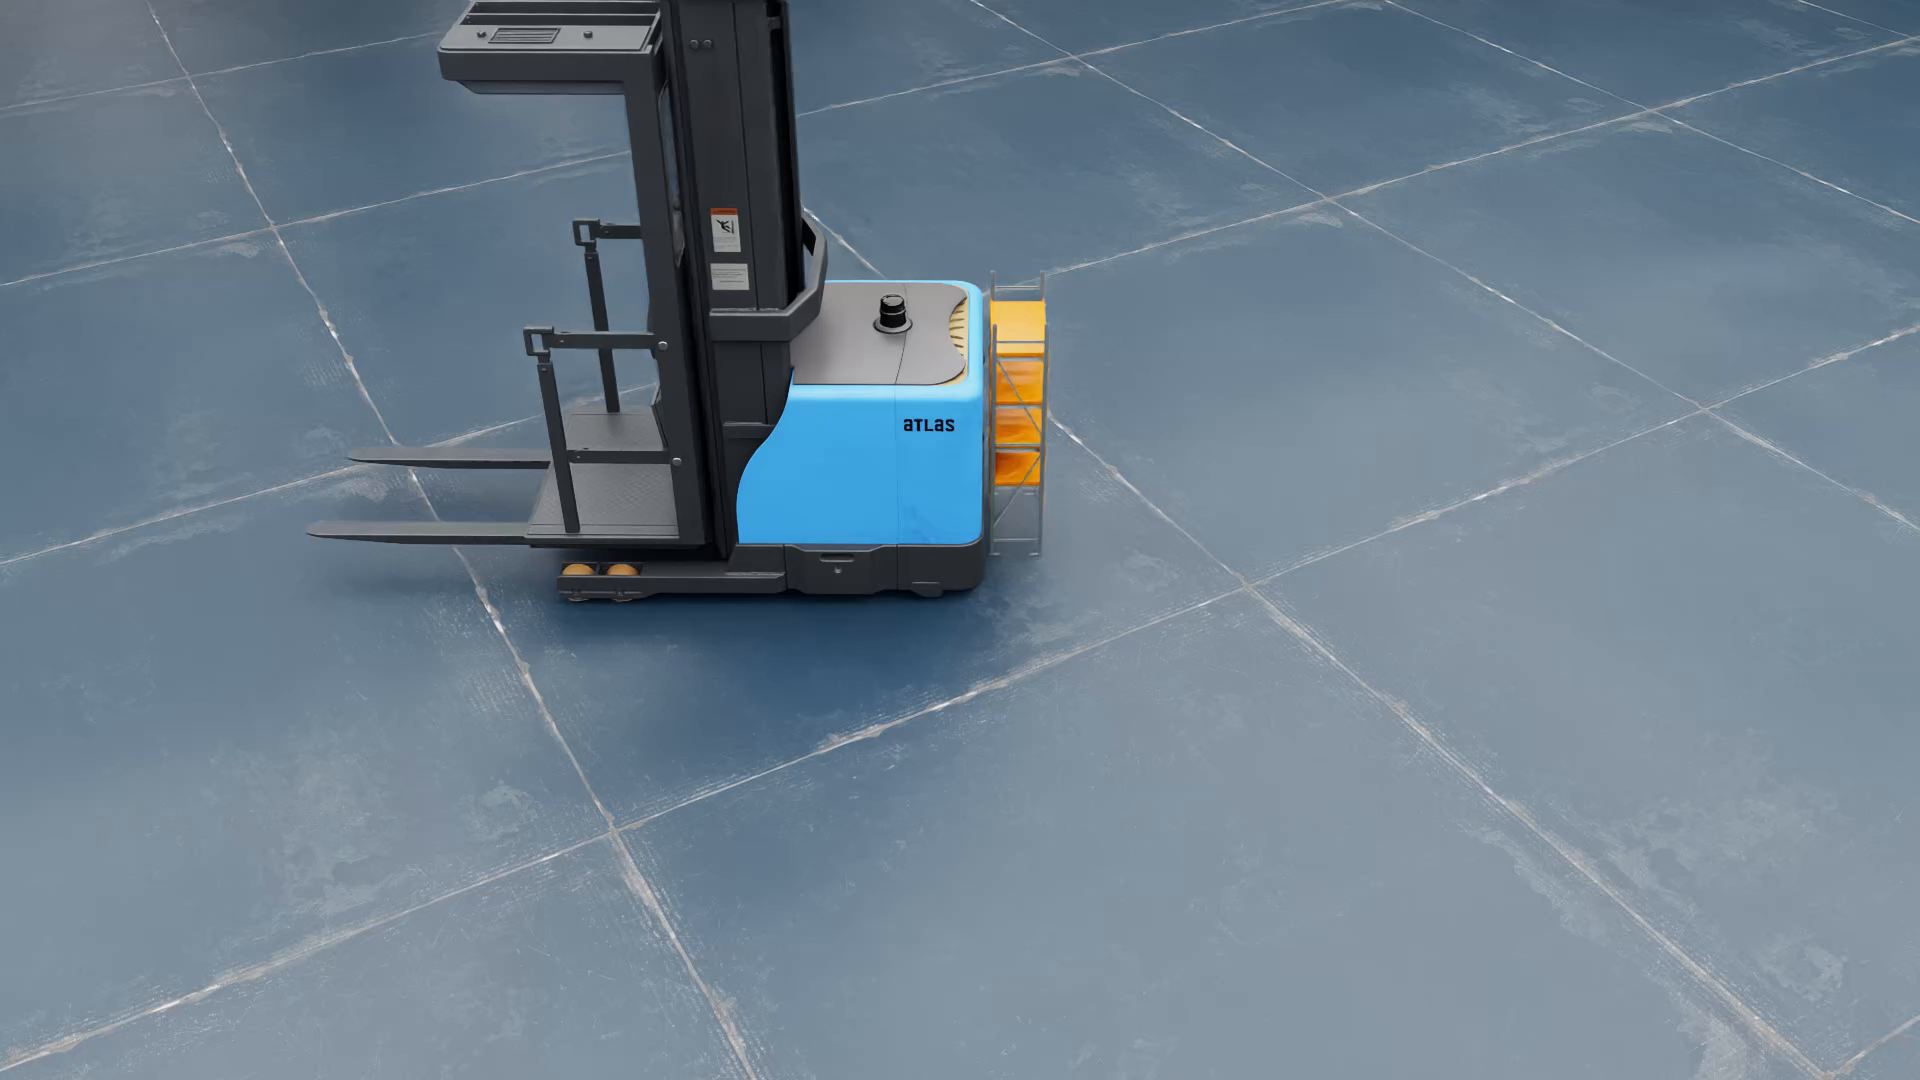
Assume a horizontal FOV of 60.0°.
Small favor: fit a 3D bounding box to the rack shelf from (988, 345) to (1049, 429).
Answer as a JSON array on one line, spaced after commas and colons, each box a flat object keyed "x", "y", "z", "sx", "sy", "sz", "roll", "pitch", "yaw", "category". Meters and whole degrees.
[{"x": 0.255, "y": -0.686, "z": 7.407, "sx": 0.258, "sy": 0.148, "sz": 0.480, "roll": 0, "pitch": 36, "yaw": 0, "category": "rack shelf"}]

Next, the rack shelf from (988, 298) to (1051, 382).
[{"x": 0.255, "y": -0.877, "z": 7.267, "sx": 0.258, "sy": 0.148, "sz": 0.480, "roll": 0, "pitch": 36, "yaw": 0, "category": "rack shelf"}]

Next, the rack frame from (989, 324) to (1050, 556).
[{"x": 0.255, "y": -0.416, "z": 7.302, "sx": 0.240, "sy": 1.200, "sz": 0.015, "roll": 0, "pitch": 36, "yaw": 0, "category": "rack frame"}]

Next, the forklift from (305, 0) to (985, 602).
[{"x": -1.404, "y": -1.222, "z": 6.939, "sx": 3.031, "sy": 2.935, "sz": 1.130, "roll": 0, "pitch": 36, "yaw": 0, "category": "forklift"}]

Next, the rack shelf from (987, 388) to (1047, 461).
[{"x": 0.255, "y": -0.505, "z": 7.539, "sx": 0.258, "sy": 0.148, "sz": 0.480, "roll": 0, "pitch": 36, "yaw": 0, "category": "rack shelf"}]

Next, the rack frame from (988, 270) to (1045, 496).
[{"x": 0.255, "y": -0.704, "z": 7.696, "sx": 0.240, "sy": 1.200, "sz": 0.015, "roll": 0, "pitch": 36, "yaw": 0, "category": "rack frame"}]

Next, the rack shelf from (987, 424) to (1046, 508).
[{"x": 0.255, "y": -0.345, "z": 7.656, "sx": 0.258, "sy": 0.148, "sz": 0.480, "roll": 0, "pitch": 36, "yaw": 0, "category": "rack shelf"}]

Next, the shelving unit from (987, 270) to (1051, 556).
[{"x": 0.255, "y": -0.560, "z": 7.499, "sx": 0.258, "sy": 1.200, "sz": 0.503, "roll": 0, "pitch": 36, "yaw": 0, "category": "shelving unit"}]
